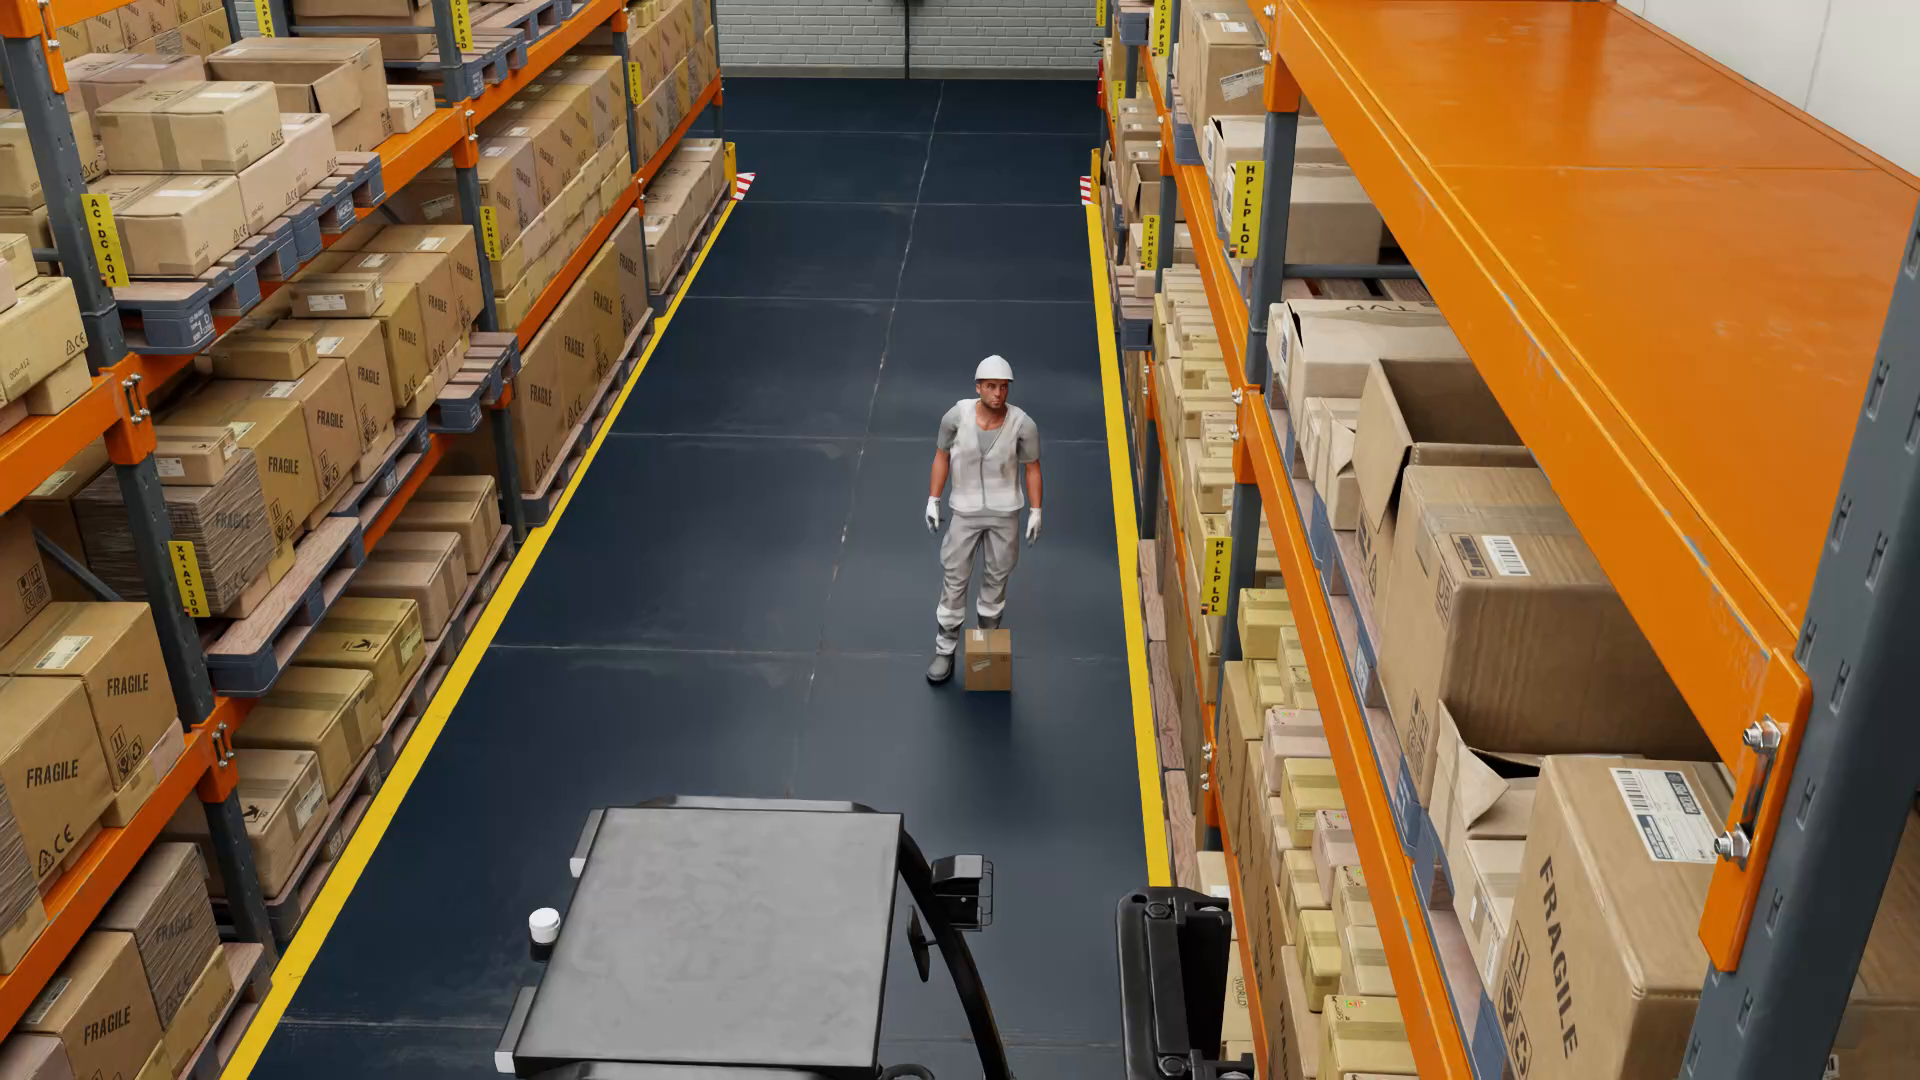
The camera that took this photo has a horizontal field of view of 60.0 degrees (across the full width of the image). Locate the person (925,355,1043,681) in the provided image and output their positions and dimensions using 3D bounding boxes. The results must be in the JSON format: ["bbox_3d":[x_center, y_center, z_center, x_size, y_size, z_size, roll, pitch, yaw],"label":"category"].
[{"bbox_3d":[0.128,-0.114,9.028,0.637,1.787,0.565,1,28,2],"label":"person"}]
